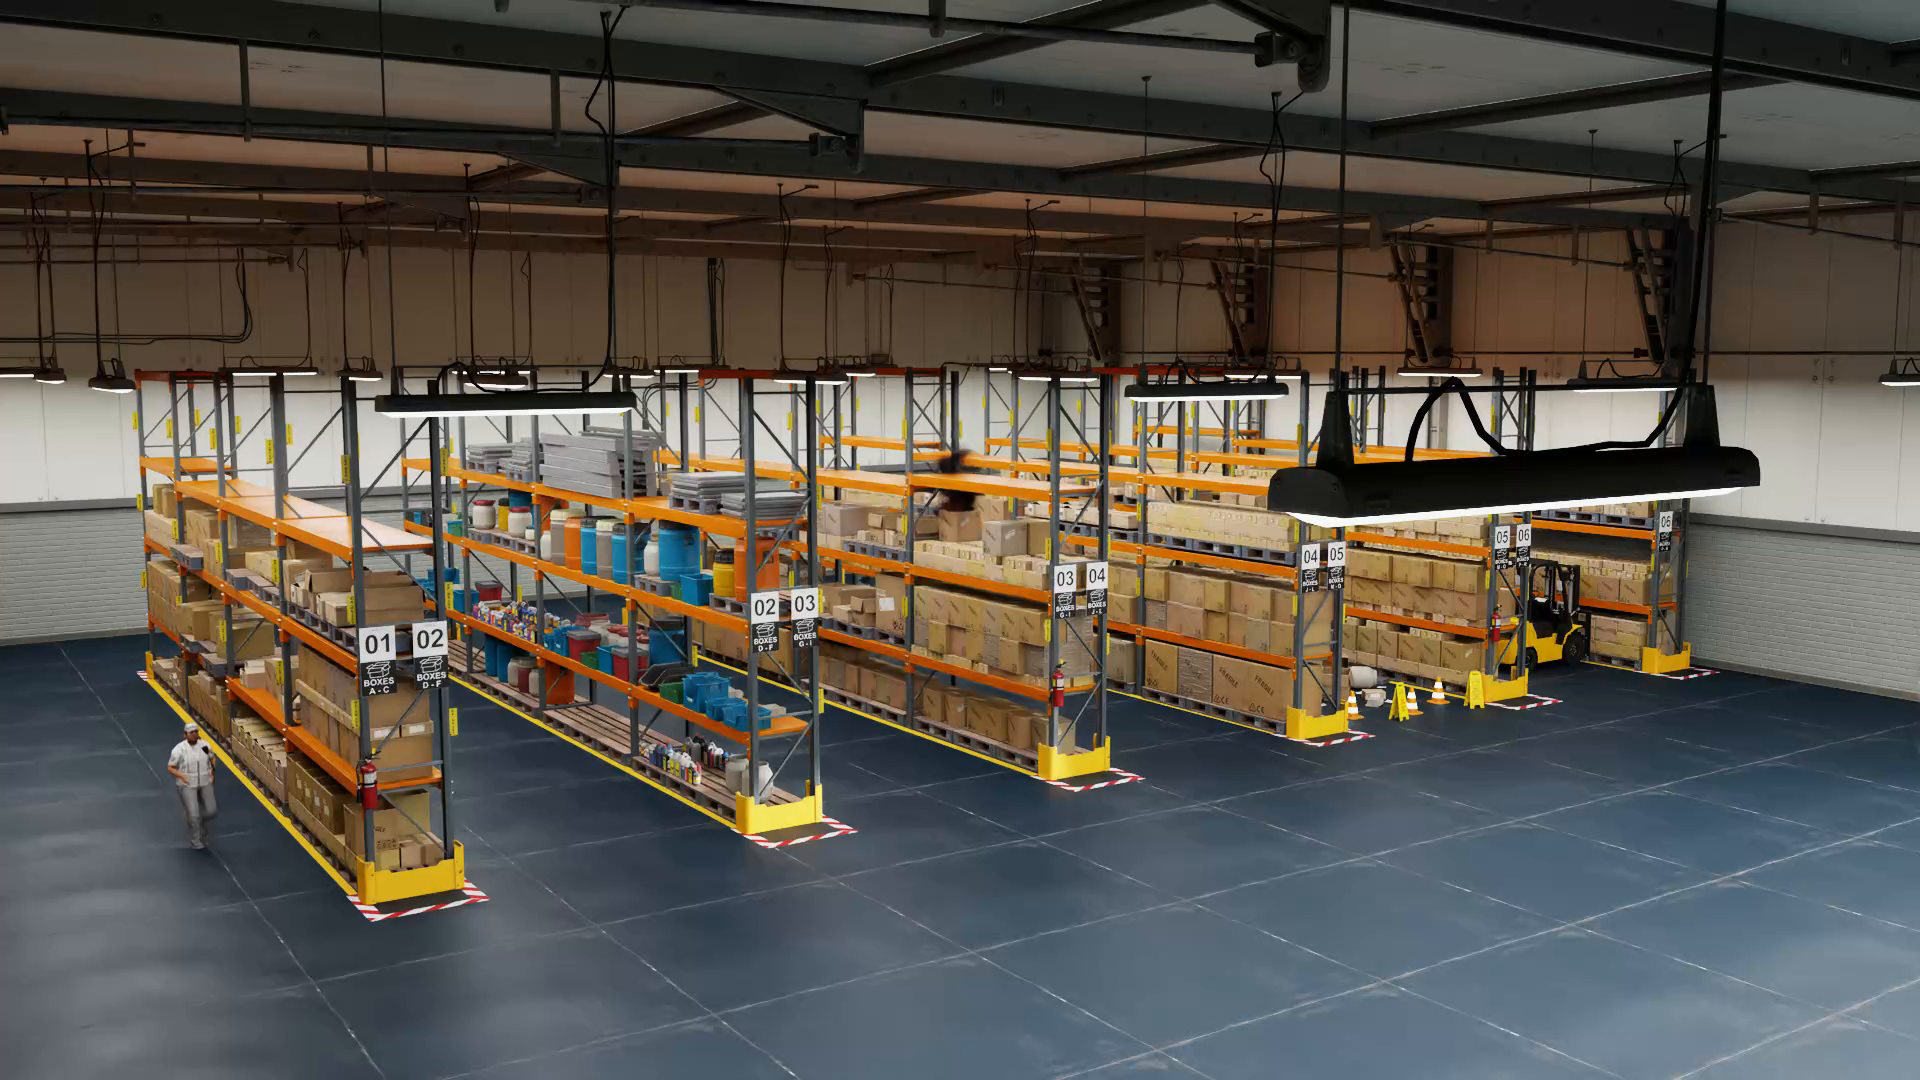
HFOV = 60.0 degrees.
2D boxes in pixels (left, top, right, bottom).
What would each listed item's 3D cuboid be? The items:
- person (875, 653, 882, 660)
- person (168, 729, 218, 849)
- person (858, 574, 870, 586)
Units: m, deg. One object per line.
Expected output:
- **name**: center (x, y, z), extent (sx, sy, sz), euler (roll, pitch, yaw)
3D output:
- **person**: center (-1.739, 1.765, 33.520), extent (0.607, 1.606, 0.591), euler (-5, 8, -38)
- **person**: center (-9.785, 3.141, 21.276), extent (0.603, 1.596, 0.571), euler (-6, 9, -42)
- **person**: center (-2.459, 0.734, 42.047), extent (0.521, 1.711, 0.779), euler (4, 7, 29)
